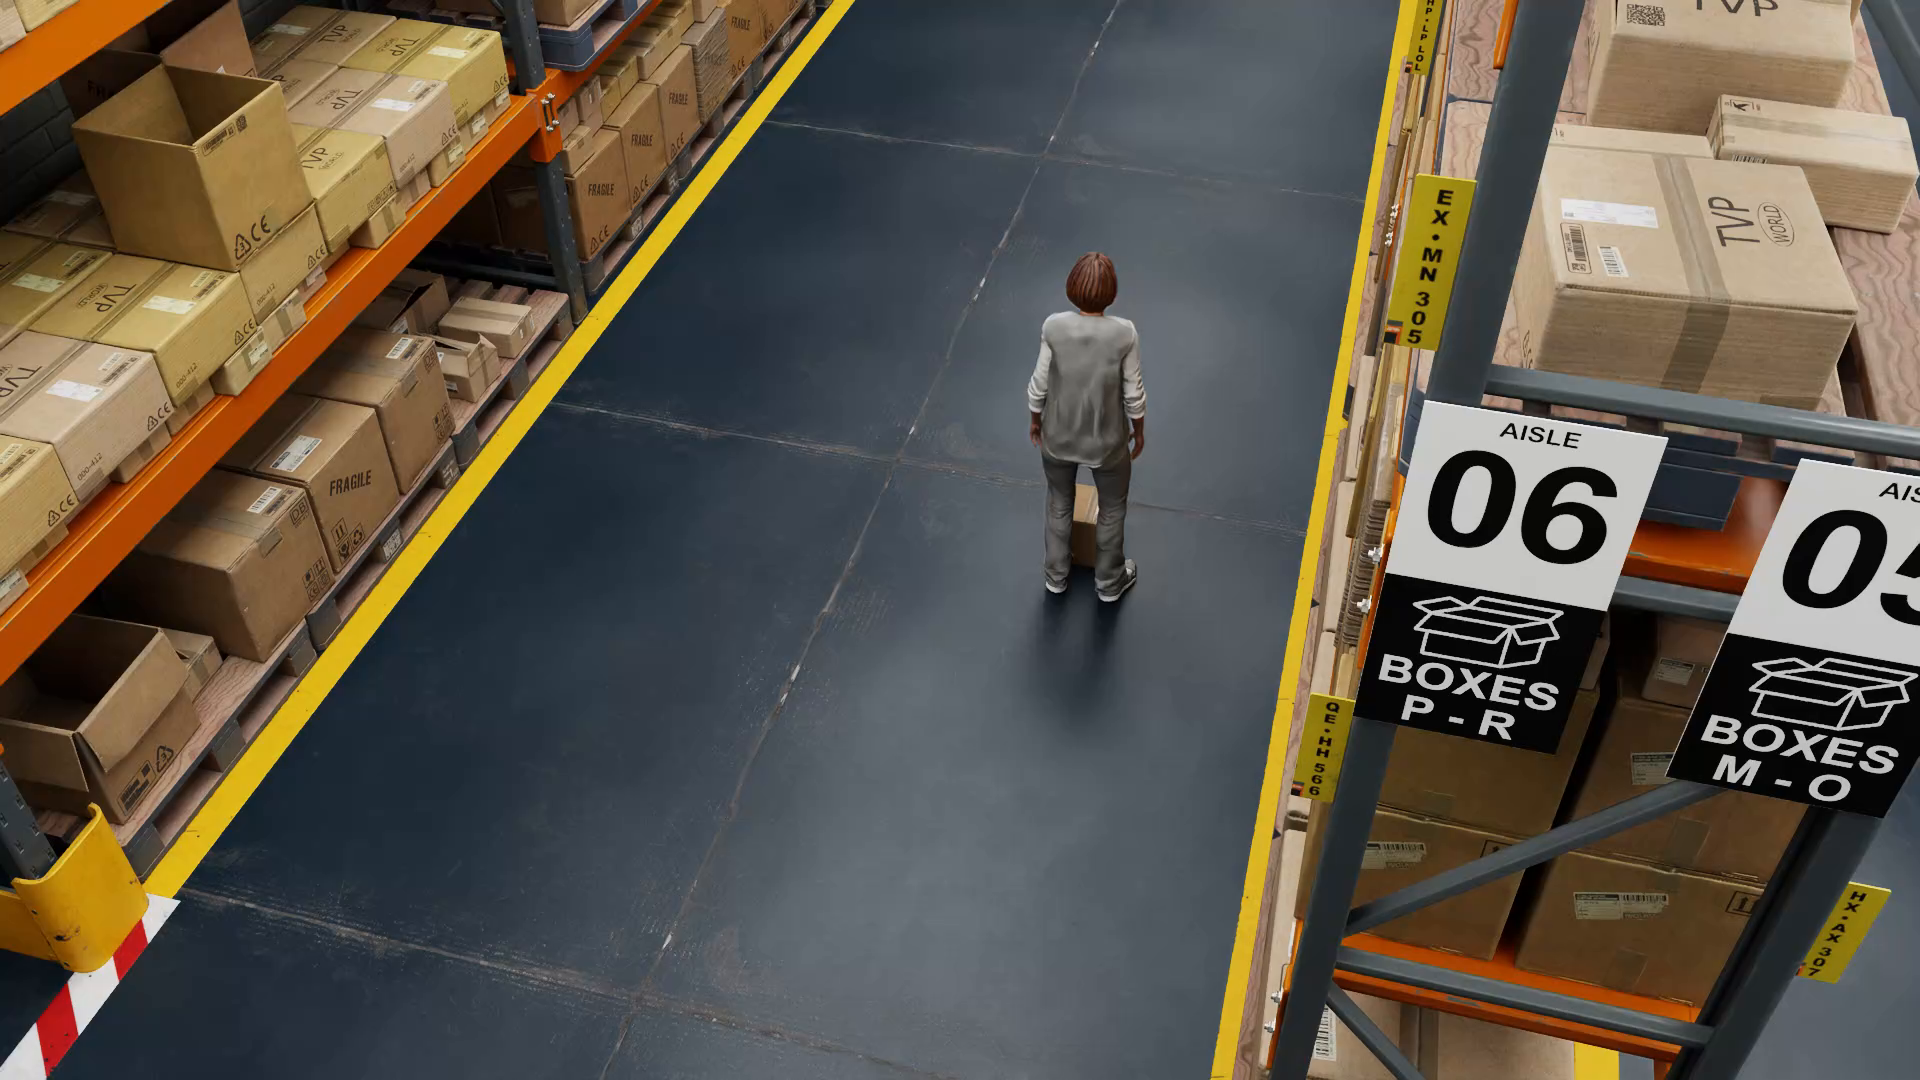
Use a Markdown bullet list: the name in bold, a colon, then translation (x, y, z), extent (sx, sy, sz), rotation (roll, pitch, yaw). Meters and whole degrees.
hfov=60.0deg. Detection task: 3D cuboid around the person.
- **person**: translation (0.506, -0.369, 6.667), extent (0.482, 1.481, 0.341), rotation (9, 42, 10)
